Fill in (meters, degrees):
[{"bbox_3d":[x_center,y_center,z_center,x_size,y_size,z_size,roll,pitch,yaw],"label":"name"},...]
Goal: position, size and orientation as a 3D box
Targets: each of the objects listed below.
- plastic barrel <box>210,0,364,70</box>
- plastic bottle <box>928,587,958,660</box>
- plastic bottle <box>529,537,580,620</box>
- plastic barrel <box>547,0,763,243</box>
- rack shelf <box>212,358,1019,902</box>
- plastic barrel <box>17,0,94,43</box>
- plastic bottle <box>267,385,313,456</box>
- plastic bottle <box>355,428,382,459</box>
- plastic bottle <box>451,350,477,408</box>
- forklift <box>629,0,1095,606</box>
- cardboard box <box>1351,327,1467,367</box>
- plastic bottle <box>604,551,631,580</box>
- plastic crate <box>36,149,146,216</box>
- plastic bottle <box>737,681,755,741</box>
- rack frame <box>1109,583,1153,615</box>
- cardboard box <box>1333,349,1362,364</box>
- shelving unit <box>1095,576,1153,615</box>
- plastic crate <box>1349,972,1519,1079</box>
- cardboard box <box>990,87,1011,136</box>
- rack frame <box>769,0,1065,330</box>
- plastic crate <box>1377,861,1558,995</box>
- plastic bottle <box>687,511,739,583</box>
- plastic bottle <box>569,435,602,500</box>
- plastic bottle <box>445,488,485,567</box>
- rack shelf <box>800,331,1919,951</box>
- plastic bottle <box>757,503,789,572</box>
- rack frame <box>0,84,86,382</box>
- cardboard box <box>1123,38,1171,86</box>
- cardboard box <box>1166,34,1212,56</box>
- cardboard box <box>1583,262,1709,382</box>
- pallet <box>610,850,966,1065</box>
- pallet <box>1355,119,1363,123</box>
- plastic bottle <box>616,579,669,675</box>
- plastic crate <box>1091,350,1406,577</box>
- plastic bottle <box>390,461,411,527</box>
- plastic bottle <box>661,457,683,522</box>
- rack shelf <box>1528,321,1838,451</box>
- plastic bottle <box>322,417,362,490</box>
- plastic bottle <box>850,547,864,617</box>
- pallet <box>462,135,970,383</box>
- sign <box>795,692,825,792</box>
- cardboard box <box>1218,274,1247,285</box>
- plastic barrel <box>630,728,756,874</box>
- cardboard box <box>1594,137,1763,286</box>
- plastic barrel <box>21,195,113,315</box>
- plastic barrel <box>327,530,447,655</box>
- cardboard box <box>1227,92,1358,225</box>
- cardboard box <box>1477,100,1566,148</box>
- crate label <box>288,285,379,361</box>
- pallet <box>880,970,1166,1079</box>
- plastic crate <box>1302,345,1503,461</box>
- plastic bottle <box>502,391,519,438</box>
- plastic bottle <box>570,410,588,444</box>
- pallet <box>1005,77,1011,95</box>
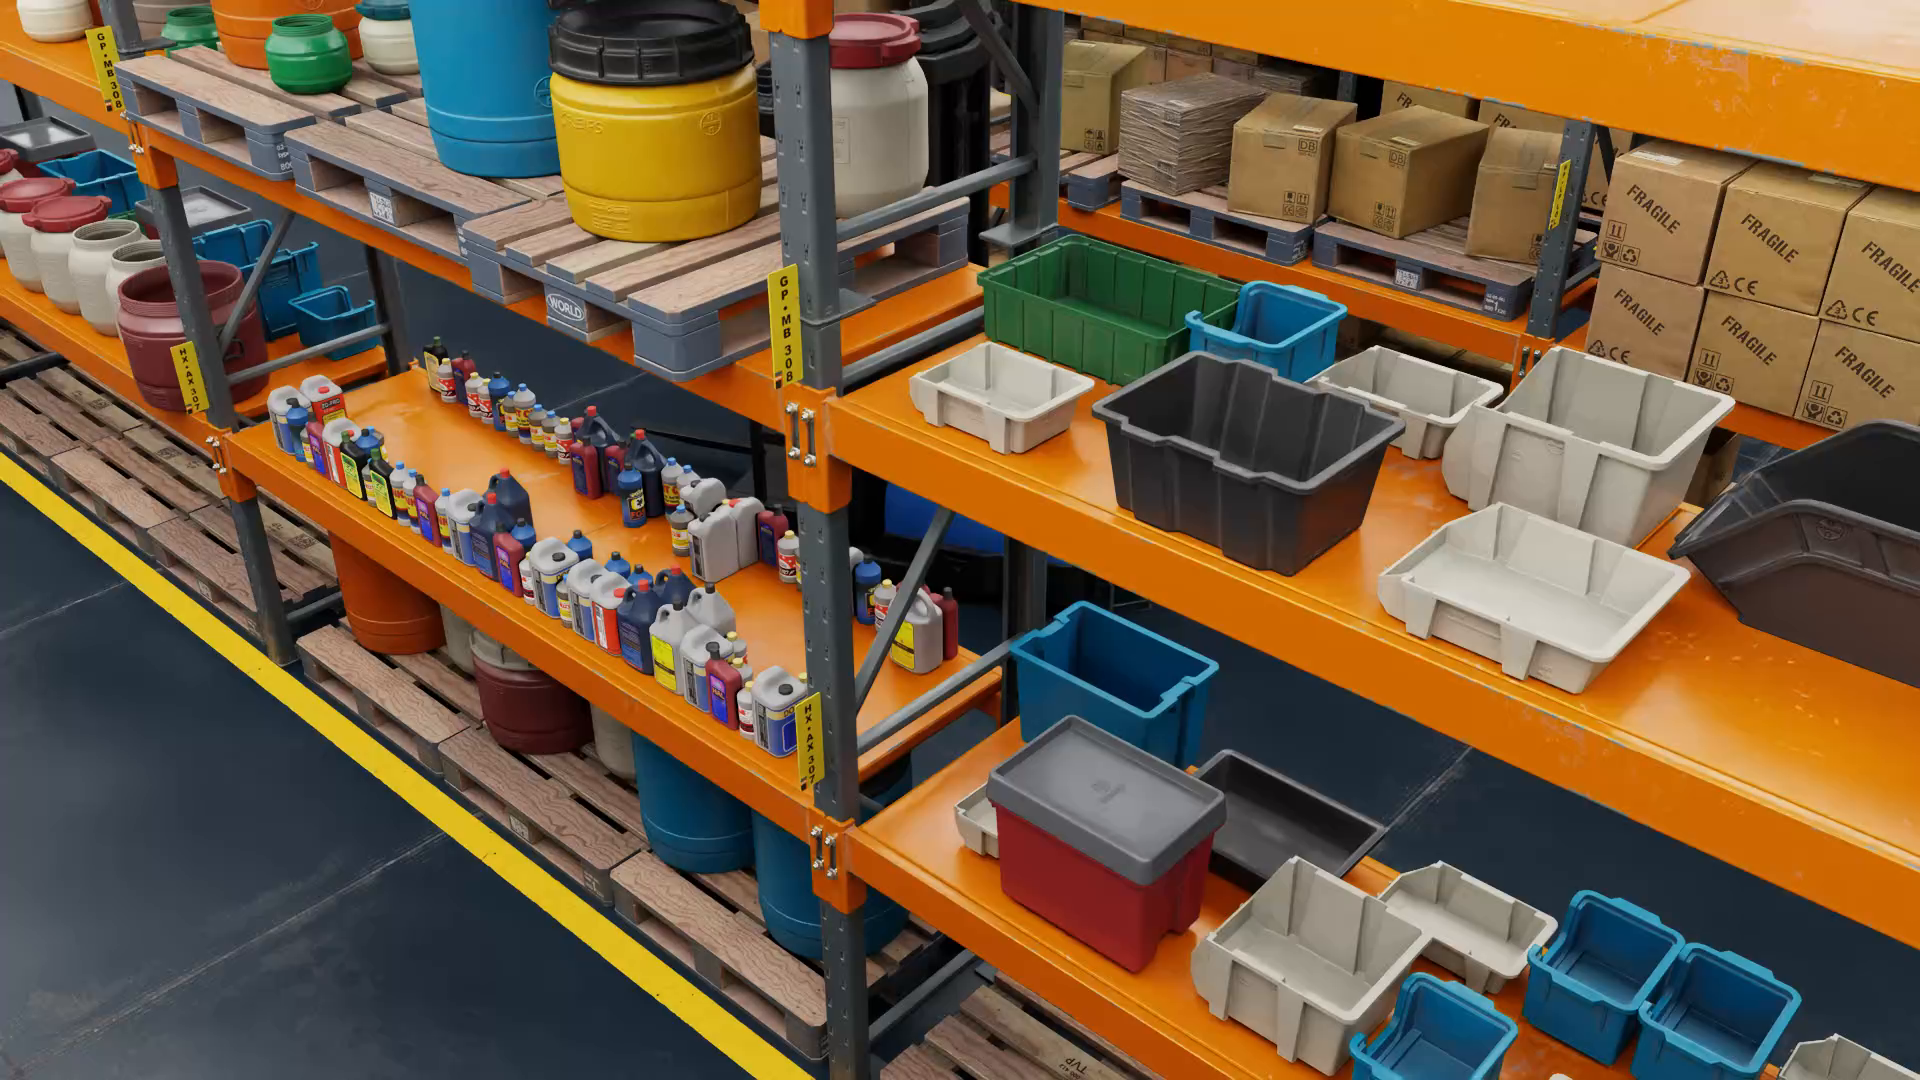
[{"bbox_3d":[-2.632,-2.312,6.450,0.708,0.830,0.600,25,39,35],"label":"plastic barrel"},{"bbox_3d":[-0.070,0.284,5.983,0.133,0.283,0.061,25,39,35],"label":"plastic bottle"},{"bbox_3d":[-1.510,0.136,6.235,0.135,0.276,0.152,25,39,35],"label":"plastic bottle"},{"bbox_3d":[-0.898,-1.260,4.937,0.600,0.588,0.600,0,31,0],"label":"plastic barrel"},{"bbox_3d":[-1.568,0.140,6.807,4.000,0.370,1.077,25,39,35],"label":"rack shelf"},{"bbox_3d":[-4.150,-2.437,7.616,0.301,0.262,0.301,0,31,0],"label":"plastic barrel"},{"bbox_3d":[-2.947,-0.534,7.349,0.135,0.276,0.152,25,39,35],"label":"plastic bottle"},{"bbox_3d":[-2.495,-0.345,7.039,0.097,0.271,0.097,0,31,0],"label":"plastic bottle"},{"bbox_3d":[-2.293,-0.754,7.707,0.133,0.283,0.061,25,39,35],"label":"plastic bottle"},{"bbox_3d":[-0.650,-1.355,8.659,3.031,2.935,1.130,10,33,17],"label":"forklift"},{"bbox_3d":[2.644,-0.927,9.879,0.500,0.500,0.500,26,39,36],"label":"cardboard box"},{"bbox_3d":[-1.269,0.165,6.193,0.097,0.271,0.097,0,31,0],"label":"plastic bottle"},{"bbox_3d":[-4.990,-1.975,9.638,0.575,0.384,0.392,25,39,35],"label":"plastic crate"},{"bbox_3d":[-0.698,0.567,5.593,0.097,0.201,0.097,0,31,0],"label":"plastic bottle"},{"bbox_3d":[0.885,-0.007,8.389,0.240,0.900,0.006,-9,32,-14],"label":"rack frame"},{"bbox_3d":[2.323,-0.722,9.538,0.500,0.500,0.500,25,39,35],"label":"cardboard box"},{"bbox_3d":[0.856,-0.058,8.473,0.258,0.900,0.210,-9,32,-14],"label":"shelving unit"},{"bbox_3d":[1.186,1.342,4.217,0.300,0.233,0.416,25,39,35],"label":"plastic crate"},{"bbox_3d":[0.036,-2.858,11.175,0.500,0.311,0.500,-27,40,-37],"label":"cardboard box"},{"bbox_3d":[-0.085,-2.046,3.924,0.127,3.000,1.000,25,39,35],"label":"rack frame"},{"bbox_3d":[1.408,1.099,4.714,0.466,0.136,0.293,25,39,35],"label":"plastic crate"},{"bbox_3d":[-0.961,0.009,6.447,0.135,0.276,0.152,25,39,35],"label":"plastic bottle"},{"bbox_3d":[-1.577,-0.319,6.985,0.133,0.283,0.061,25,39,35],"label":"plastic bottle"},{"bbox_3d":[-1.918,-0.054,6.552,0.135,0.276,0.152,25,39,35],"label":"plastic bottle"},{"bbox_3d":[1.398,0.239,3.734,4.000,0.370,1.077,25,39,35],"label":"rack shelf"},{"bbox_3d":[-0.729,-0.024,6.494,0.133,0.283,0.061,25,39,35],"label":"plastic bottle"},{"bbox_3d":[-6.016,-2.245,10.071,0.127,3.000,1.000,25,39,35],"label":"rack frame"},{"bbox_3d":[1.957,-4.551,15.898,0.500,0.500,0.700,26,39,36],"label":"cardboard box"},{"bbox_3d":[2.263,-4.714,15.443,0.500,0.250,0.500,25,39,35],"label":"cardboard box"},{"bbox_3d":[3.437,-1.131,8.124,0.500,0.500,0.500,26,40,36],"label":"cardboard box"},{"bbox_3d":[-0.629,1.436,6.661,1.213,0.211,1.003,25,39,35],"label":"pallet"},{"bbox_3d":[3.019,-3.725,15.233,1.213,0.211,1.003,25,39,35],"label":"pallet"},{"bbox_3d":[-1.123,0.288,5.911,0.185,0.351,0.144,25,39,35],"label":"plastic bottle"},{"bbox_3d":[0.652,-0.170,3.843,0.590,0.269,0.497,25,39,35],"label":"plastic crate"},{"bbox_3d":[-2.266,-0.195,6.791,0.097,0.271,0.097,0,31,0],"label":"plastic bottle"},{"bbox_3d":[-1.171,-0.212,6.818,0.097,0.271,0.097,0,31,0],"label":"plastic bottle"},{"bbox_3d":[4.725,-0.369,7.651,4.000,0.370,1.077,25,39,35],"label":"rack shelf"},{"bbox_3d":[-2.604,-0.374,7.083,0.135,0.276,0.152,25,39,35],"label":"plastic bottle"},{"bbox_3d":[-0.444,0.144,6.222,0.135,0.276,0.152,25,39,35],"label":"plastic bottle"},{"bbox_3d":[-0.732,-0.914,5.135,1.003,0.211,1.213,25,39,35],"label":"pallet"},{"bbox_3d":[-0.455,0.615,5.052,0.005,0.325,0.100,25,39,35],"label":"sign"},{"bbox_3d":[1.933,-1.588,10.249,0.500,0.250,0.500,24,39,34],"label":"cardboard box"},{"bbox_3d":[-1.002,0.803,6.635,0.708,0.901,0.600,25,39,35],"label":"plastic barrel"},{"bbox_3d":[3.402,-1.570,7.882,0.500,0.500,0.500,26,40,36],"label":"cardboard box"},{"bbox_3d":[-4.589,-1.484,8.676,0.433,0.535,0.433,0,31,0],"label":"plastic barrel"},{"bbox_3d":[-2.676,0.052,7.952,0.708,0.830,0.600,25,39,35],"label":"plastic barrel"},{"bbox_3d":[1.890,-2.180,9.458,0.500,0.500,0.700,15,34,23],"label":"cardboard box"},{"bbox_3d":[4.700,-3.298,13.496,0.750,0.750,0.750,25,39,35],"label":"cardboard box"},{"bbox_3d":[-3.111,-1.078,8.294,0.416,0.233,0.303,25,39,35],"label":"crate label"},{"bbox_3d":[0.486,1.958,5.793,1.213,0.211,1.003,25,39,35],"label":"pallet"},{"bbox_3d":[1.114,-0.354,4.276,0.466,0.136,0.293,25,39,35],"label":"plastic crate"},{"bbox_3d":[-2.003,-0.571,7.482,0.097,0.201,0.097,0,31,0],"label":"plastic bottle"},{"bbox_3d":[-1.617,-0.438,7.182,0.133,0.283,0.061,25,39,35],"label":"plastic bottle"},{"bbox_3d":[1.210,-4.570,16.636,1.213,0.211,1.003,25,39,35],"label":"pallet"}]
